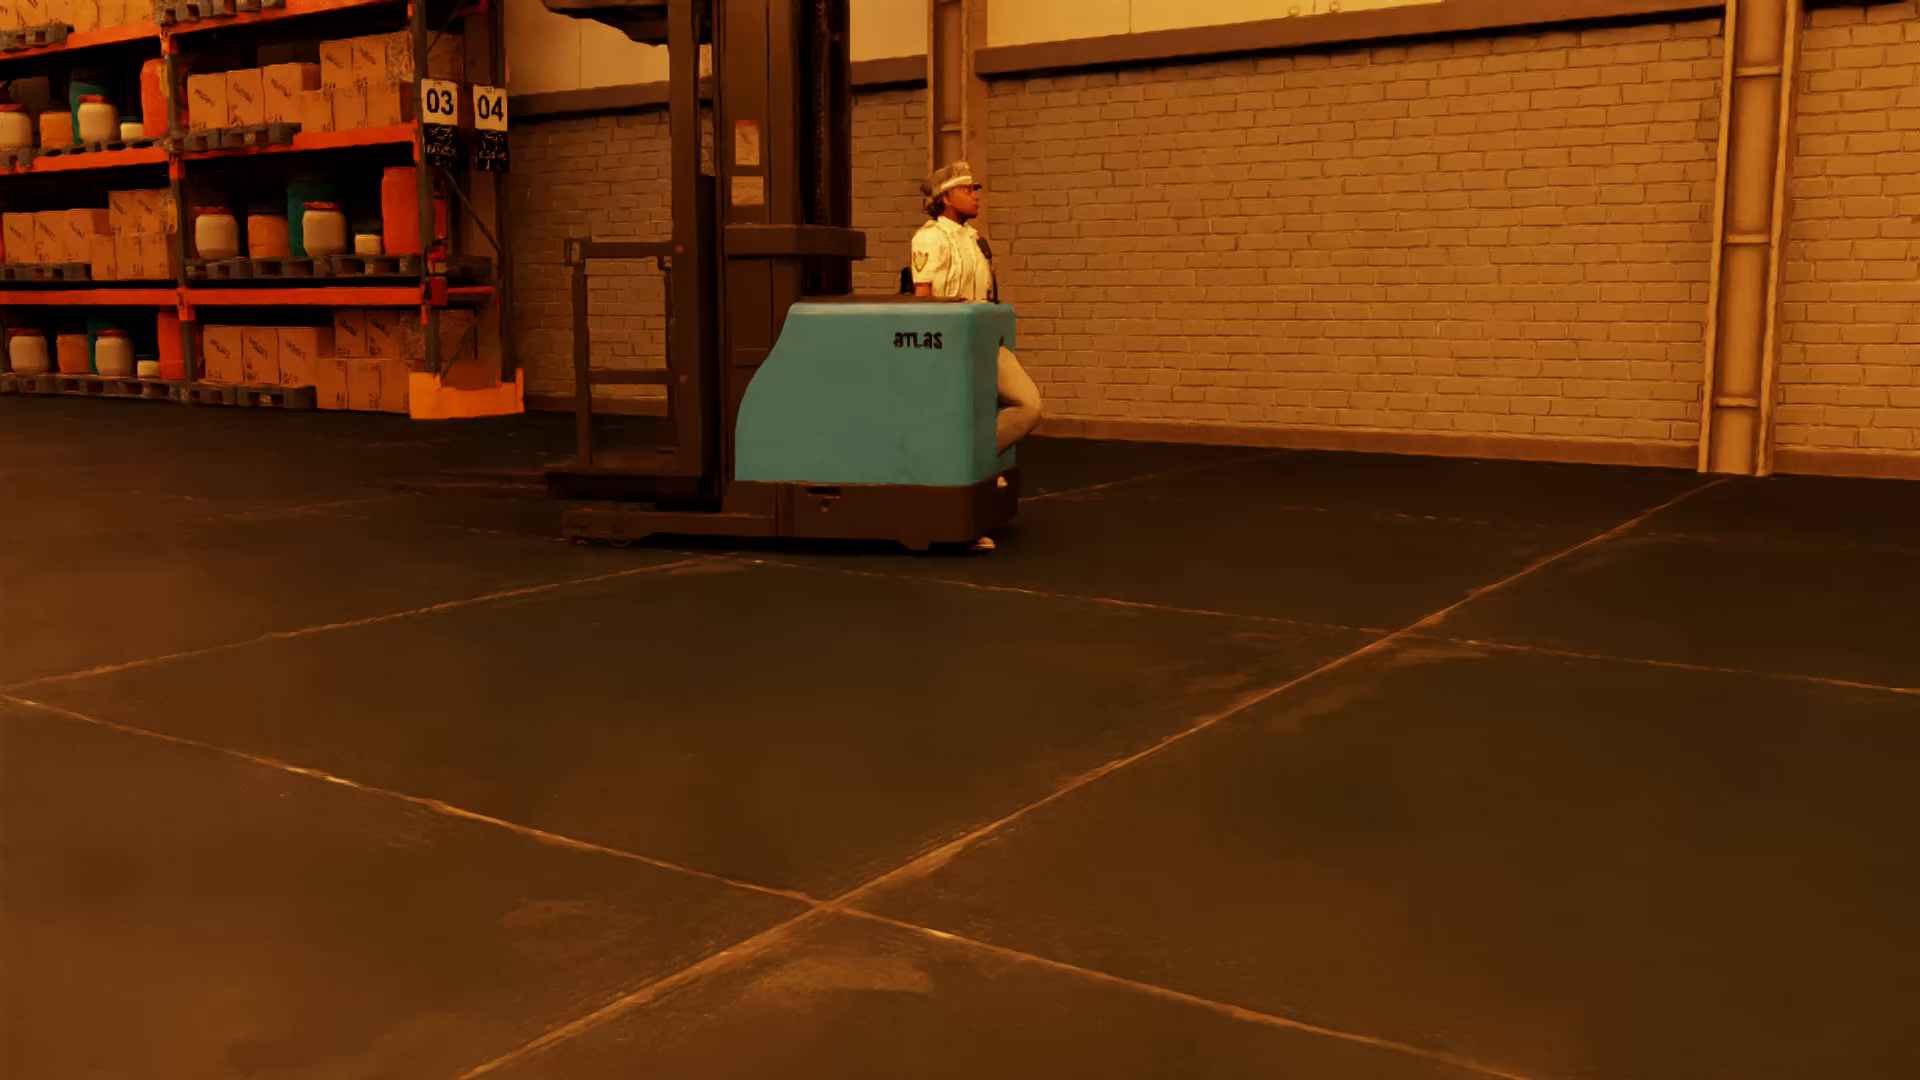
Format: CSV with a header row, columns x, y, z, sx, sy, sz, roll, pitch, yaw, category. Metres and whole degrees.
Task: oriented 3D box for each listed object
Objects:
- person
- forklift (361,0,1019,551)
x,y,z,sx,sy,sz,roll,pitch,yaw,category
0.052,-0.839,7.425,0.558,1.695,0.570,5,10,34,person
-1.295,-1.490,7.674,3.031,2.935,1.130,2,8,14,forklift
